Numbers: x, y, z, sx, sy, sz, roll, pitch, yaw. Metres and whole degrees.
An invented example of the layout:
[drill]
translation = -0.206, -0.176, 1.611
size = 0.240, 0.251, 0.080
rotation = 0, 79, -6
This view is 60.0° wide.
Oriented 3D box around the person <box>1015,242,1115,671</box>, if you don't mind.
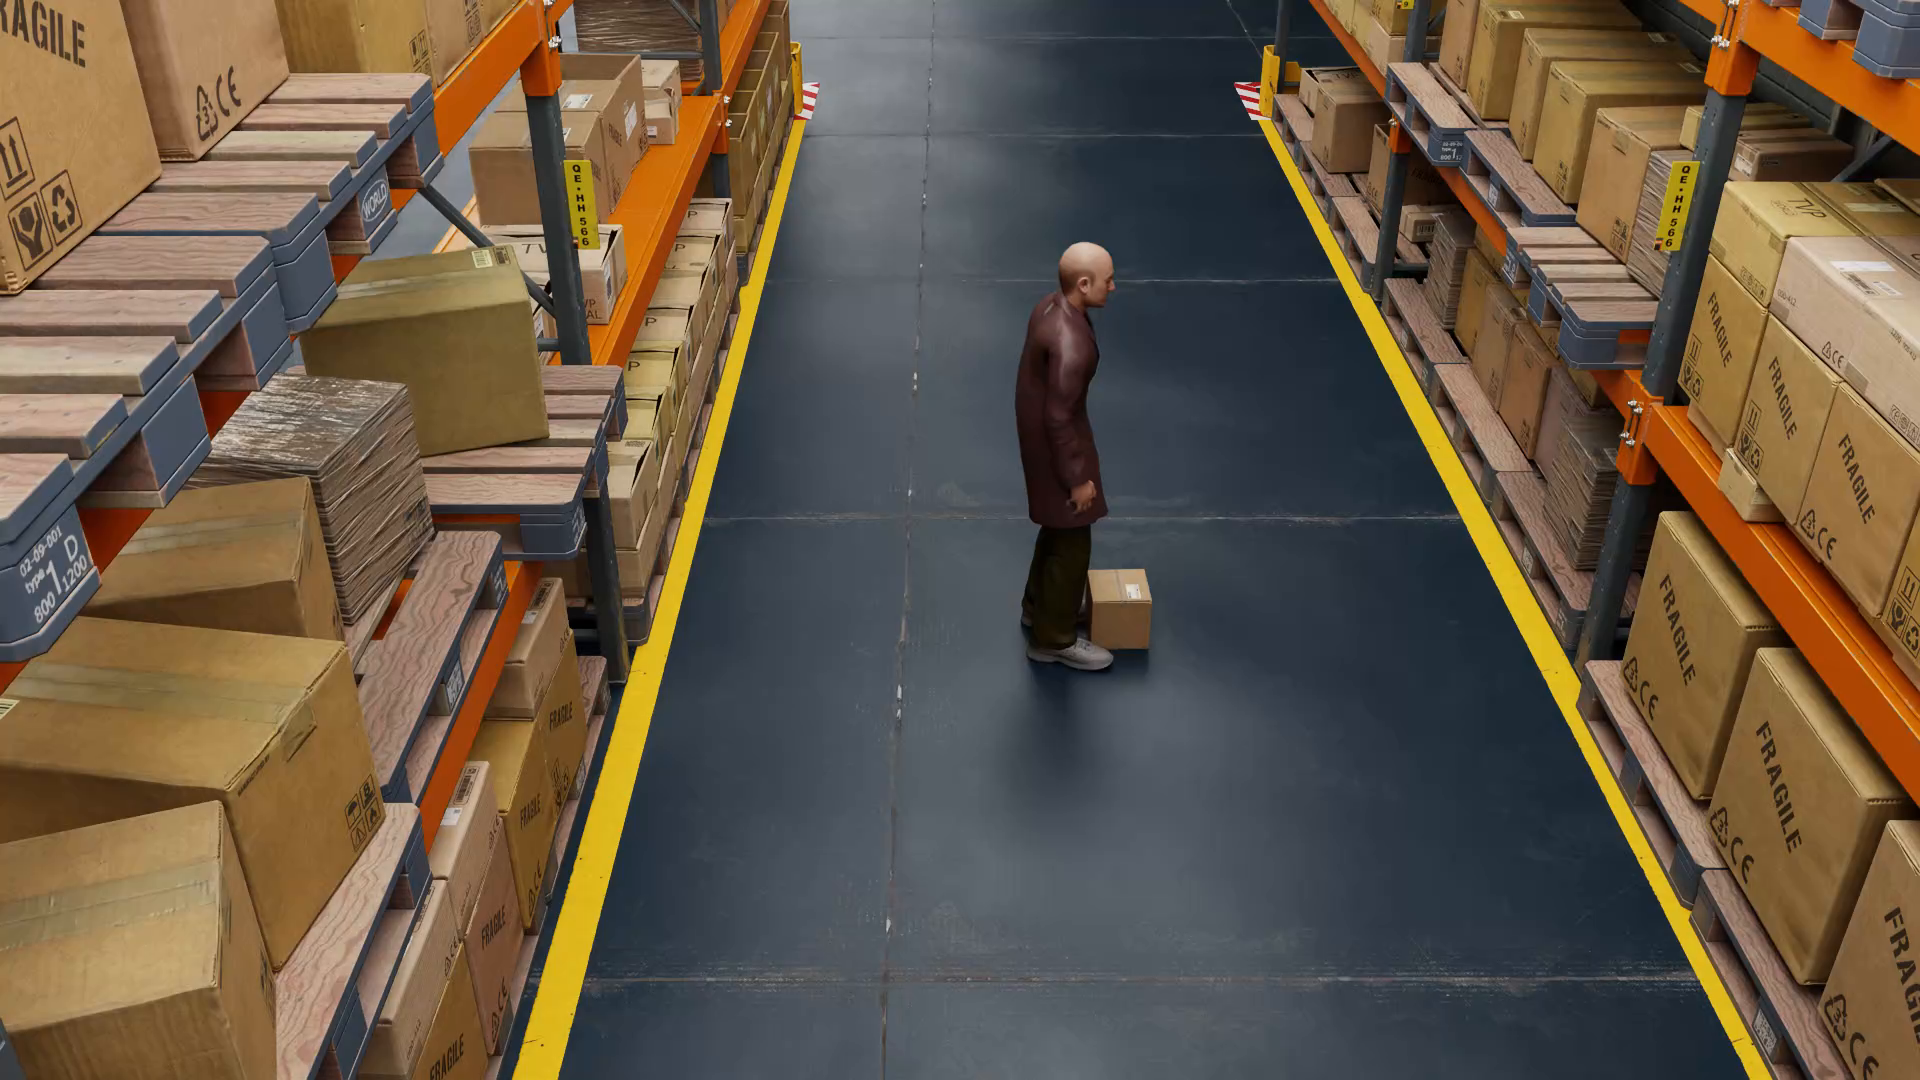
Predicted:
[person]
translation = 0.432, -0.350, 6.728
size = 0.424, 1.774, 0.643
rotation = 0, 31, 0
